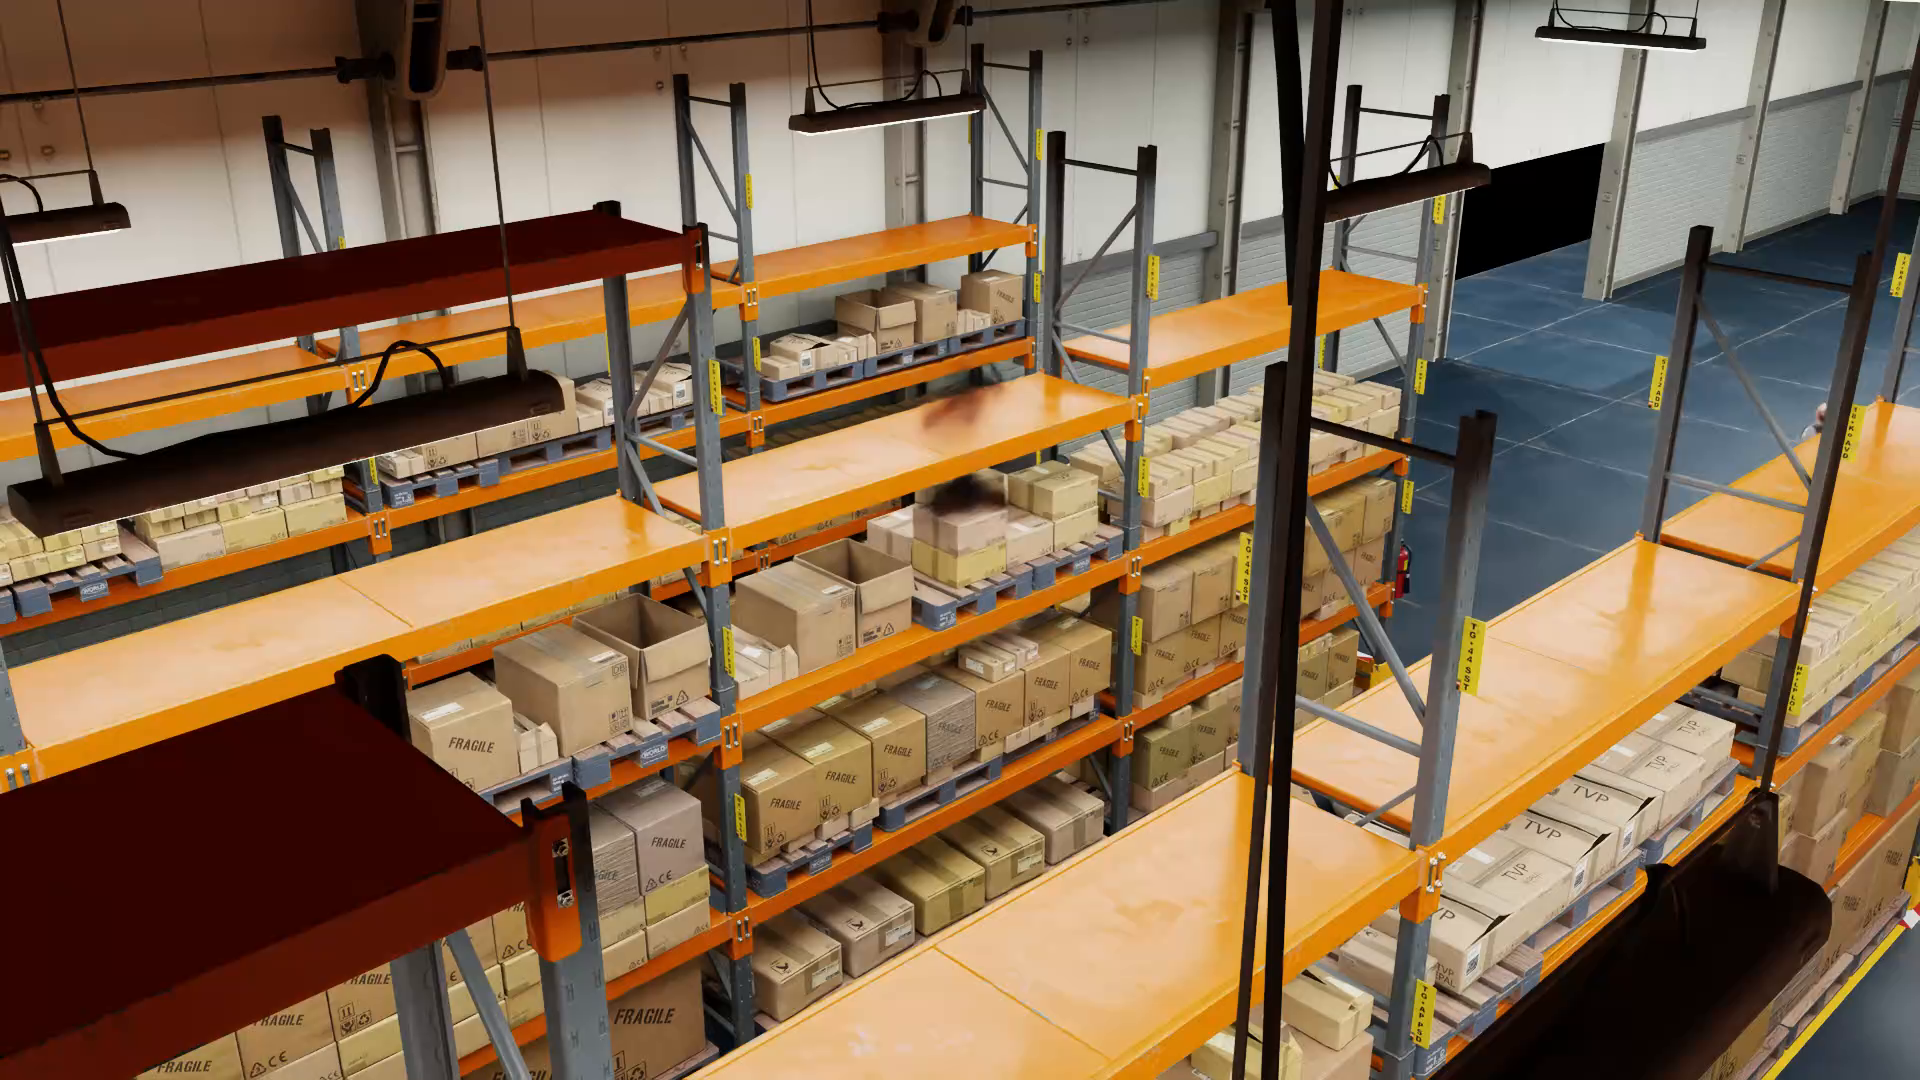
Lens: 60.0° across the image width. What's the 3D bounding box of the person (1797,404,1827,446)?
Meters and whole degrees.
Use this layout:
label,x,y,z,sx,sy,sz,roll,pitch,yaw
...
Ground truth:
label,x,y,z,sx,sy,sz,roll,pitch,yaw
person,10.585,-0.876,20.753,0.638,1.755,0.687,-1,22,-2
